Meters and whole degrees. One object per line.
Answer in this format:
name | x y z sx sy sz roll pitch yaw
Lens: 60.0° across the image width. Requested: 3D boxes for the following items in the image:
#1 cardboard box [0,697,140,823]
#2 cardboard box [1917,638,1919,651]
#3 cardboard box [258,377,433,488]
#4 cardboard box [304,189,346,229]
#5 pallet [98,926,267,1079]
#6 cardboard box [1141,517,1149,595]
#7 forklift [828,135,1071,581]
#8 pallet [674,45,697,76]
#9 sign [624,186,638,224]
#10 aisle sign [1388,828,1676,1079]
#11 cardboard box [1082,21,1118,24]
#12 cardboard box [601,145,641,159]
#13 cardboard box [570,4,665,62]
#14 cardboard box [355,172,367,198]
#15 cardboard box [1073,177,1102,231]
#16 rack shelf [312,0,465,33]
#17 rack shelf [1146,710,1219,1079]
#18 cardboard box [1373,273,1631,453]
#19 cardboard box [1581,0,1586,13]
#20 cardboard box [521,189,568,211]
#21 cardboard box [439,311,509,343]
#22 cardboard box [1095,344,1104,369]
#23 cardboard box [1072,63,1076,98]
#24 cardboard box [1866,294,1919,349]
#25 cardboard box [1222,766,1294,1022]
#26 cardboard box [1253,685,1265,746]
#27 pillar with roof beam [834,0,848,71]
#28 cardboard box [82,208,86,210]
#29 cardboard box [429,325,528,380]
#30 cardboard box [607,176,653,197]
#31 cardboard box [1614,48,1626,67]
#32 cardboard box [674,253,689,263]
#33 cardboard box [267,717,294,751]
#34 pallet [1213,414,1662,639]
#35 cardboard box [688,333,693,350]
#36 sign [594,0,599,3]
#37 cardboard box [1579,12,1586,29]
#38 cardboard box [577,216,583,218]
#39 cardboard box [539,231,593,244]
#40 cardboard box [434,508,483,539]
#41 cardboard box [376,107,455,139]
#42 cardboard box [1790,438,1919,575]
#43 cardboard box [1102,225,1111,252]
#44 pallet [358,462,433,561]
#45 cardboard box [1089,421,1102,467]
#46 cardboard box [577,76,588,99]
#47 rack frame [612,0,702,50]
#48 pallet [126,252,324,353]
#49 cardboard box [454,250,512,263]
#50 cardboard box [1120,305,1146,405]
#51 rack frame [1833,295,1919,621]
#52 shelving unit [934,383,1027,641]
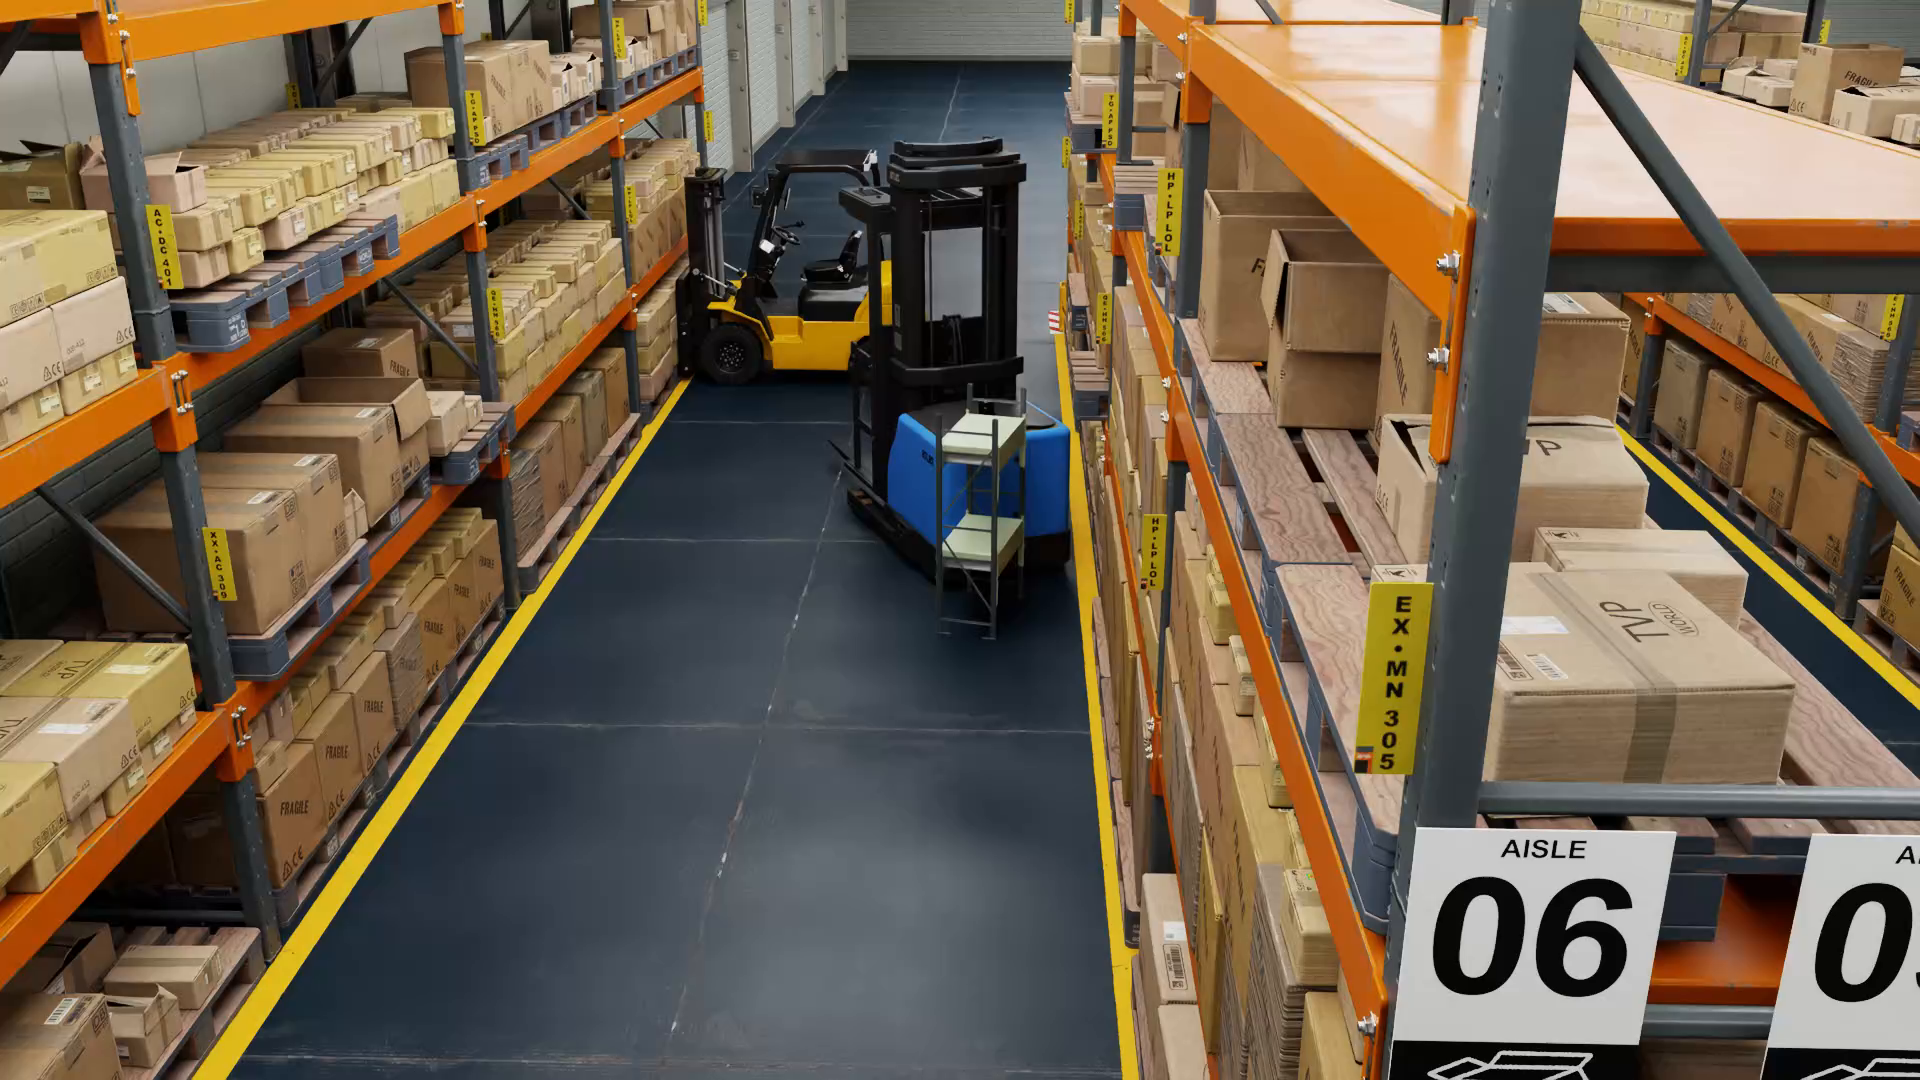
cardboard box | -3.400 0.802 6.112 0.500 0.250 0.500 1 21 2
cardboard box | 6.118 0.532 9.887 0.500 0.500 0.500 1 21 2
cardboard box | -3.371 -0.596 9.194 0.797 0.503 0.637 0 21 0
cardboard box | -3.176 -1.586 7.951 0.380 0.149 0.250 1 21 3
pallet | -3.650 2.051 6.952 1.003 0.211 1.213 1 21 2
cardboard box | 1.112 0.050 7.770 0.500 0.250 0.500 1 21 3
forklift | -0.240 -1.576 12.540 1.130 2.935 3.031 -9 23 -21
pallet | -3.311 -4.938 17.085 1.003 0.211 1.213 1 21 2
sign | -2.842 -2.891 14.341 0.100 0.325 0.005 1 21 2
aisle sign | 0.900 0.813 2.694 0.394 0.787 0.004 1 21 2
cardboard box | 1.423 -5.129 16.699 0.380 0.149 0.250 1 21 2
cardboard box | -3.522 -4.015 17.284 0.380 0.149 0.250 1 21 3
cardboard box | -3.220 -4.782 15.699 0.797 0.503 0.637 1 21 3
cardboard box | -3.342 -1.862 8.692 0.380 0.149 0.250 1 21 3
cardboard box | 1.373 -3.245 16.195 0.500 0.500 0.500 0 21 1
rack shelf | -3.446 -3.942 11.796 1.077 0.370 4.000 1 21 2
rack shelf | 1.273 1.614 5.217 1.077 0.370 4.000 1 21 2
cardboard box | 1.423 -0.413 4.442 0.500 0.500 0.500 1 21 3
cardboard box | 6.296 -5.269 16.341 0.380 0.149 0.250 1 21 2
cardboard box | -3.677 -2.997 14.659 0.380 0.149 0.250 1 21 2
cardboard box | -3.202 -1.405 10.968 0.380 0.149 0.250 1 21 3
cardboard box | 1.129 -1.280 11.447 0.380 0.149 0.250 0 21 1
cardboard box | 1.158 -3.654 13.280 0.500 0.250 0.500 0 21 0
cardboard box | 6.429 -1.548 10.850 0.700 0.500 0.500 1 21 1
cardboard box | 0.993 0.944 4.428 0.500 0.500 0.500 1 21 1
cardboard box | 1.033 0.498 4.681 0.380 0.149 0.250 1 21 3
pillar with roof beam | 1.030 -17.191 44.395 9.100 9.000 0.400 1 21 2
cardboard box | -3.736 -1.270 6.725 0.380 0.149 0.250 0 21 1
cardboard box | -3.224 -1.264 11.157 0.500 0.250 0.500 1 21 2
cardboard box | -3.052 -3.270 15.363 0.380 0.149 0.250 1 21 3
cardboard box | 6.256 -4.438 15.303 0.380 0.149 0.250 0 21 1
cardboard box | -2.975 -2.862 17.596 0.500 0.250 0.500 1 21 3
cardboard box | -3.420 0.942 7.933 0.380 0.149 0.250 0 21 0
pallet | 1.258 -0.066 4.528 1.003 0.211 1.213 1 21 2
cardboard box | -3.004 -2.028 16.830 0.500 0.250 0.500 1 21 3
sign | -3.818 -5.687 17.576 0.100 0.325 0.005 1 21 2
cardboard box | 6.364 -5.120 16.507 0.500 0.250 0.500 0 21 1
cardboard box | -3.622 -2.782 15.415 0.500 0.500 0.500 1 21 2
cardboard box | -3.223 -2.432 13.615 0.380 0.149 0.250 1 21 2
cardboard box | -3.268 -0.095 10.606 0.380 0.149 0.250 0 21 -1
cardboard box | -3.221 -2.469 9.845 0.380 0.149 0.250 1 21 3
cardboard box | 6.514 -0.239 11.527 1.050 0.750 0.750 0 21 1
cardboard box | 1.223 -2.169 11.945 0.380 0.149 0.250 0 21 -1
pallet | -3.561 -0.151 9.037 1.003 0.211 1.213 1 21 2
cardboard box | 1.545 -0.858 13.645 0.950 0.372 0.625 2 21 5
cardboard box | -3.115 -3.513 12.918 0.380 0.149 0.250 1 21 1
rack frame | -3.263 -6.633 17.184 1.000 3.000 0.127 1 21 2
pallet | -3.538 -1.043 7.184 1.213 0.211 1.003 1 21 2
cardboard box | -3.701 -2.154 12.899 0.380 0.149 0.250 0 21 1
cardboard box | 1.190 -1.048 9.563 0.500 0.500 0.500 1 21 2
rack frame | 6.406 -0.873 10.631 1.000 3.000 0.127 1 21 2
shelving unit | 0.142 -0.195 10.957 0.431 1.500 0.755 6 22 15
